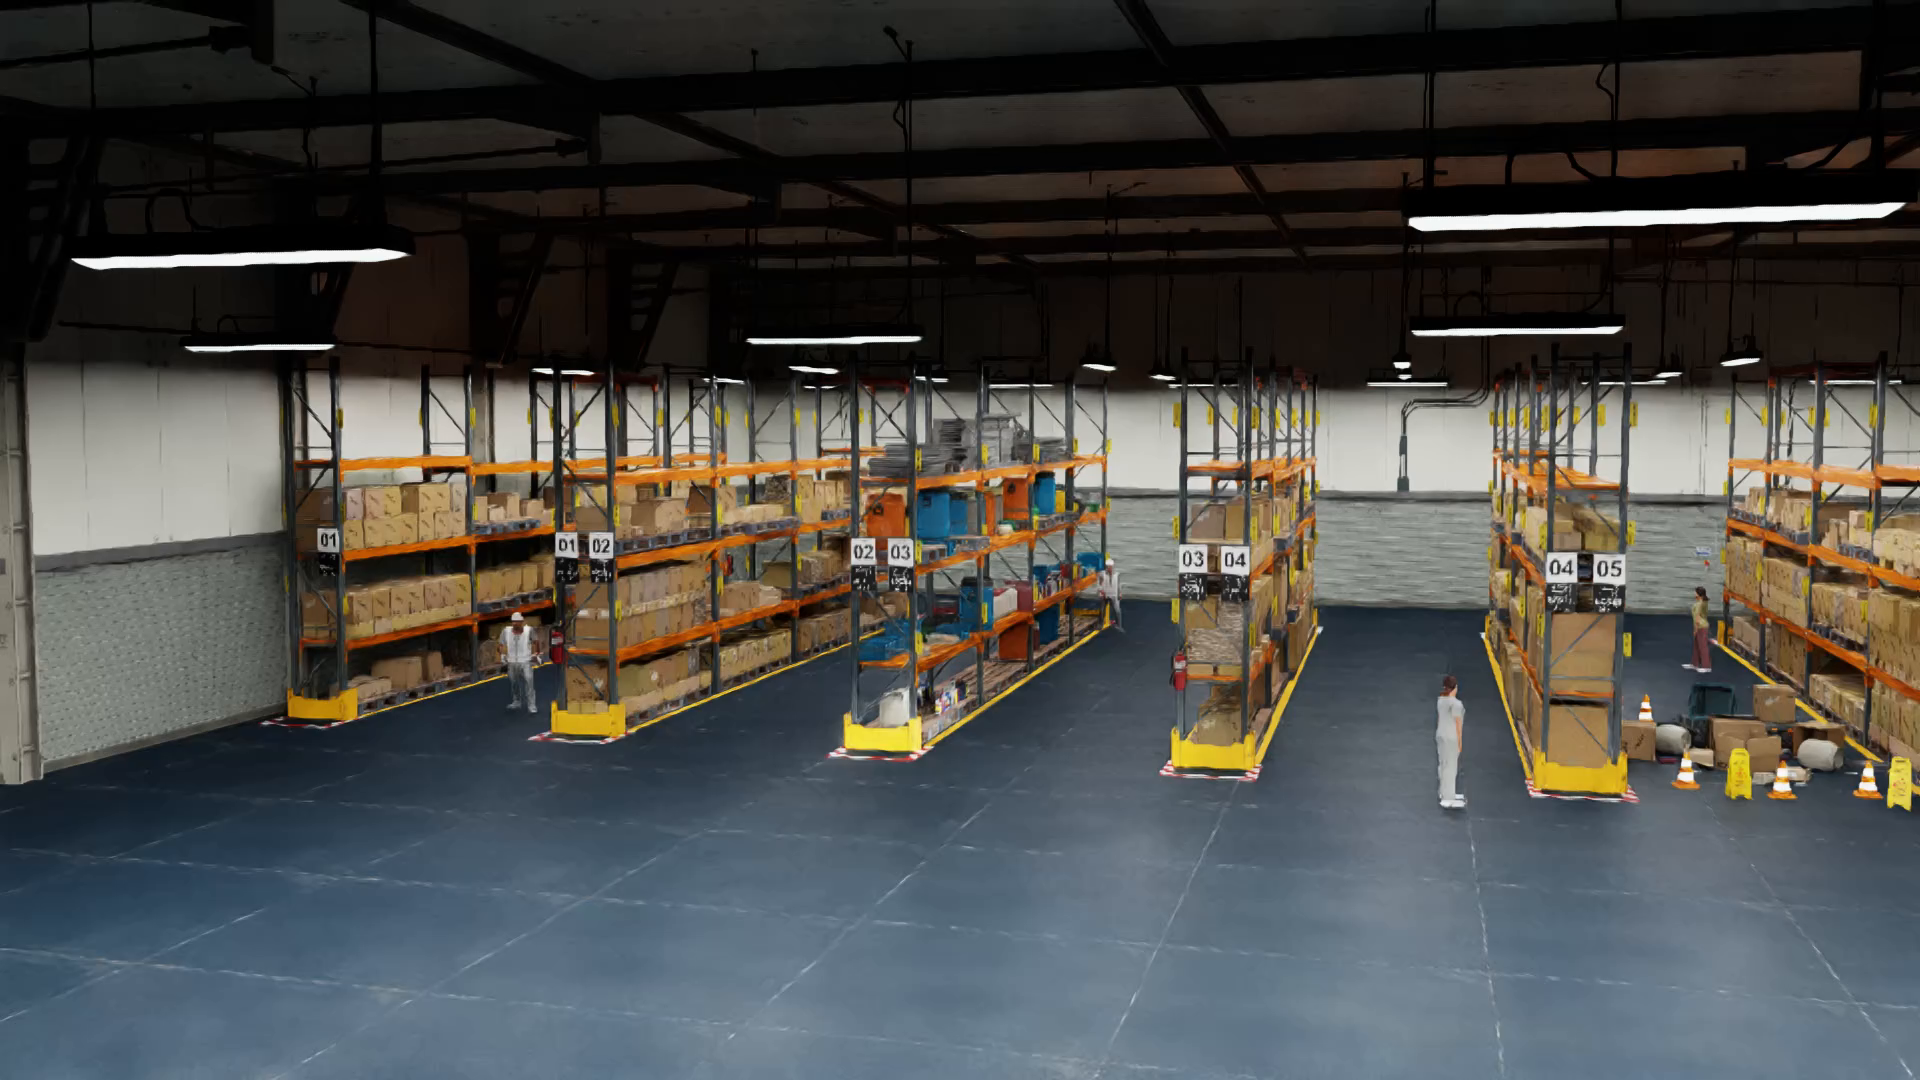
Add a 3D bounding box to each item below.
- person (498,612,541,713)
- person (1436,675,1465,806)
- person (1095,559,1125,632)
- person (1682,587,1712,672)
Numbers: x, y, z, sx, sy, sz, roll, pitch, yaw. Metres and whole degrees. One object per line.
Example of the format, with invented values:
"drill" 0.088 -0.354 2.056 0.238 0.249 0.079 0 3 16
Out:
"person" -7.492 2.059 28.322 0.703 1.718 0.843 0 4 -1
"person" 6.369 2.574 21.509 0.440 1.675 0.496 -1 4 -17
"person" 3.491 1.283 38.951 0.674 1.715 0.842 0 4 -2
"person" 14.567 1.744 32.823 0.569 1.664 0.578 3 5 34
